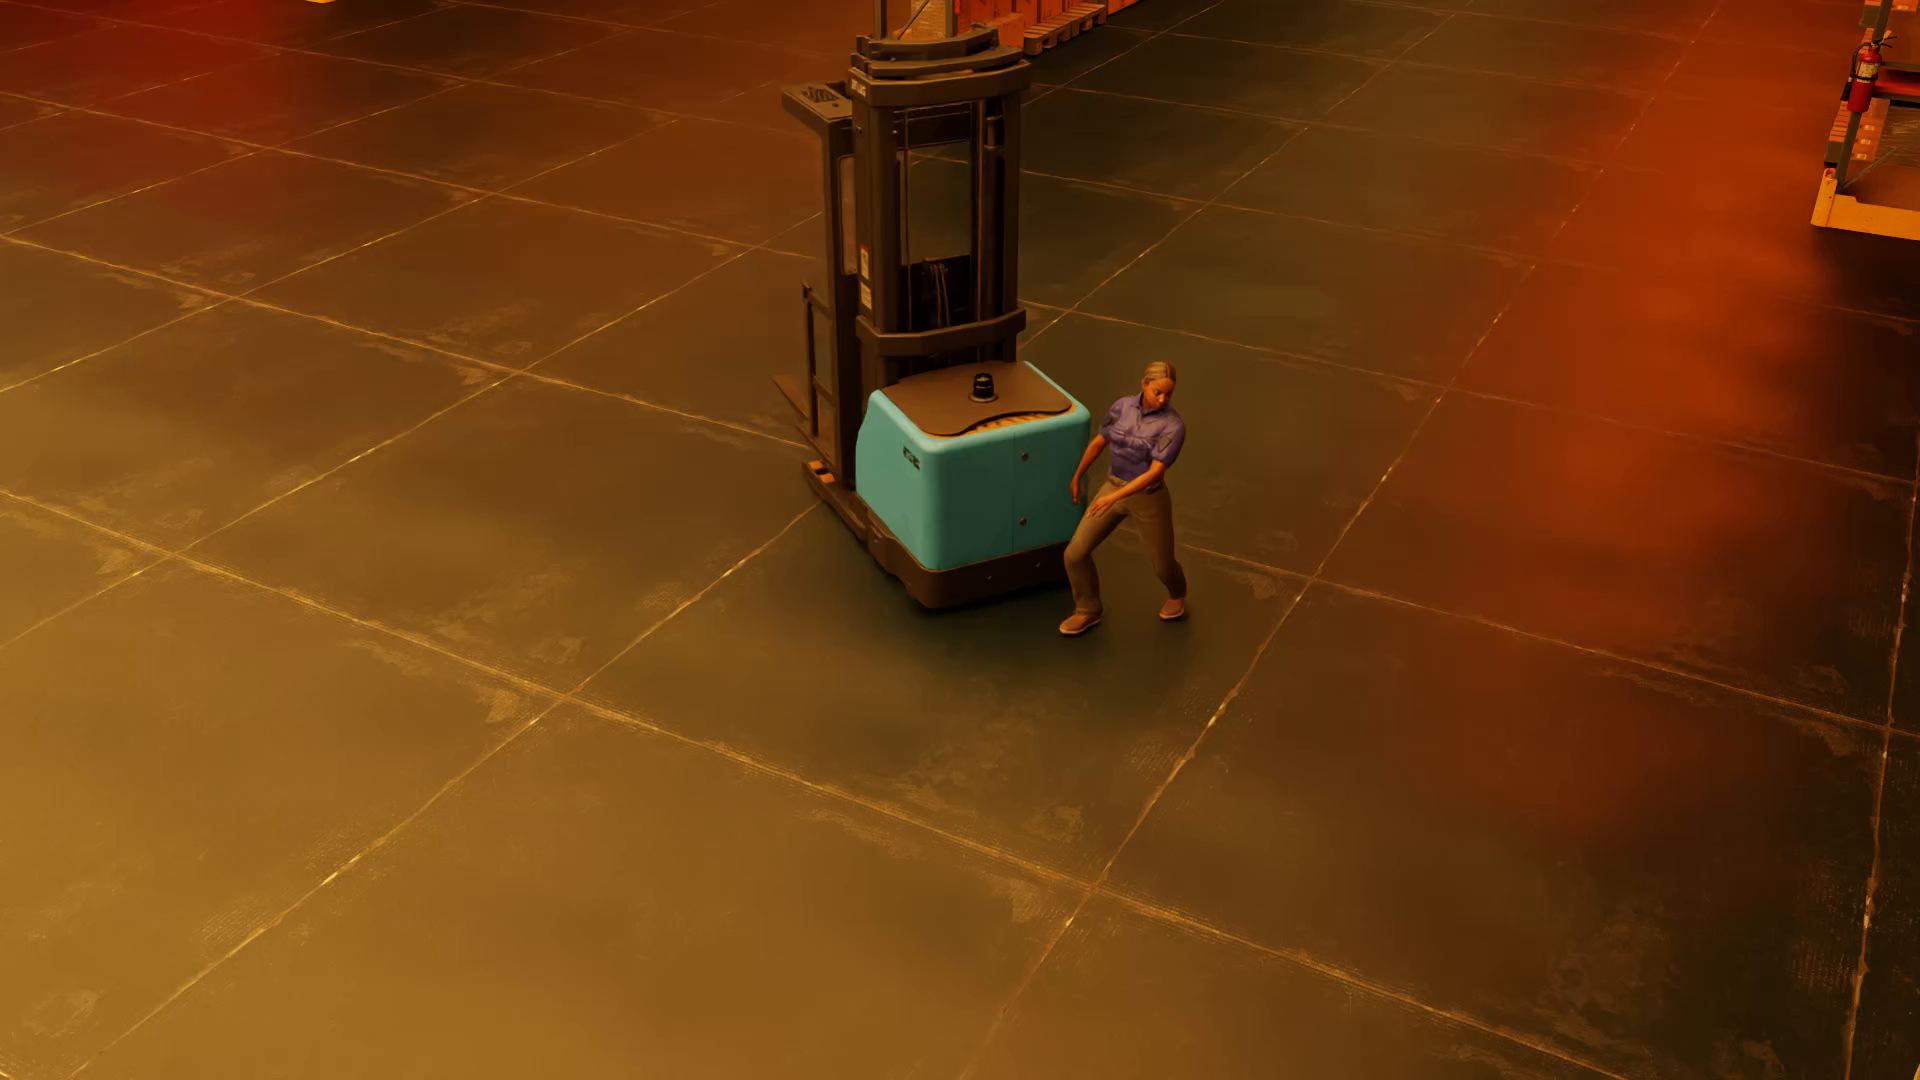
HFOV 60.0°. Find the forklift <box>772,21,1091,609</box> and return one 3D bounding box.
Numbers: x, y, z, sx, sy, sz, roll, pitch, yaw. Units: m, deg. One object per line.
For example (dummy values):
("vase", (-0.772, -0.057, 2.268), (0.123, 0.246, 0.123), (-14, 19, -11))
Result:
("forklift", (-0.352, -1.605, 9.851), (1.130, 2.935, 3.031), (-13, 33, -22))

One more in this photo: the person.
("person", (0.863, -0.231, 8.840), (0.645, 1.558, 0.777), (15, 33, 25))
